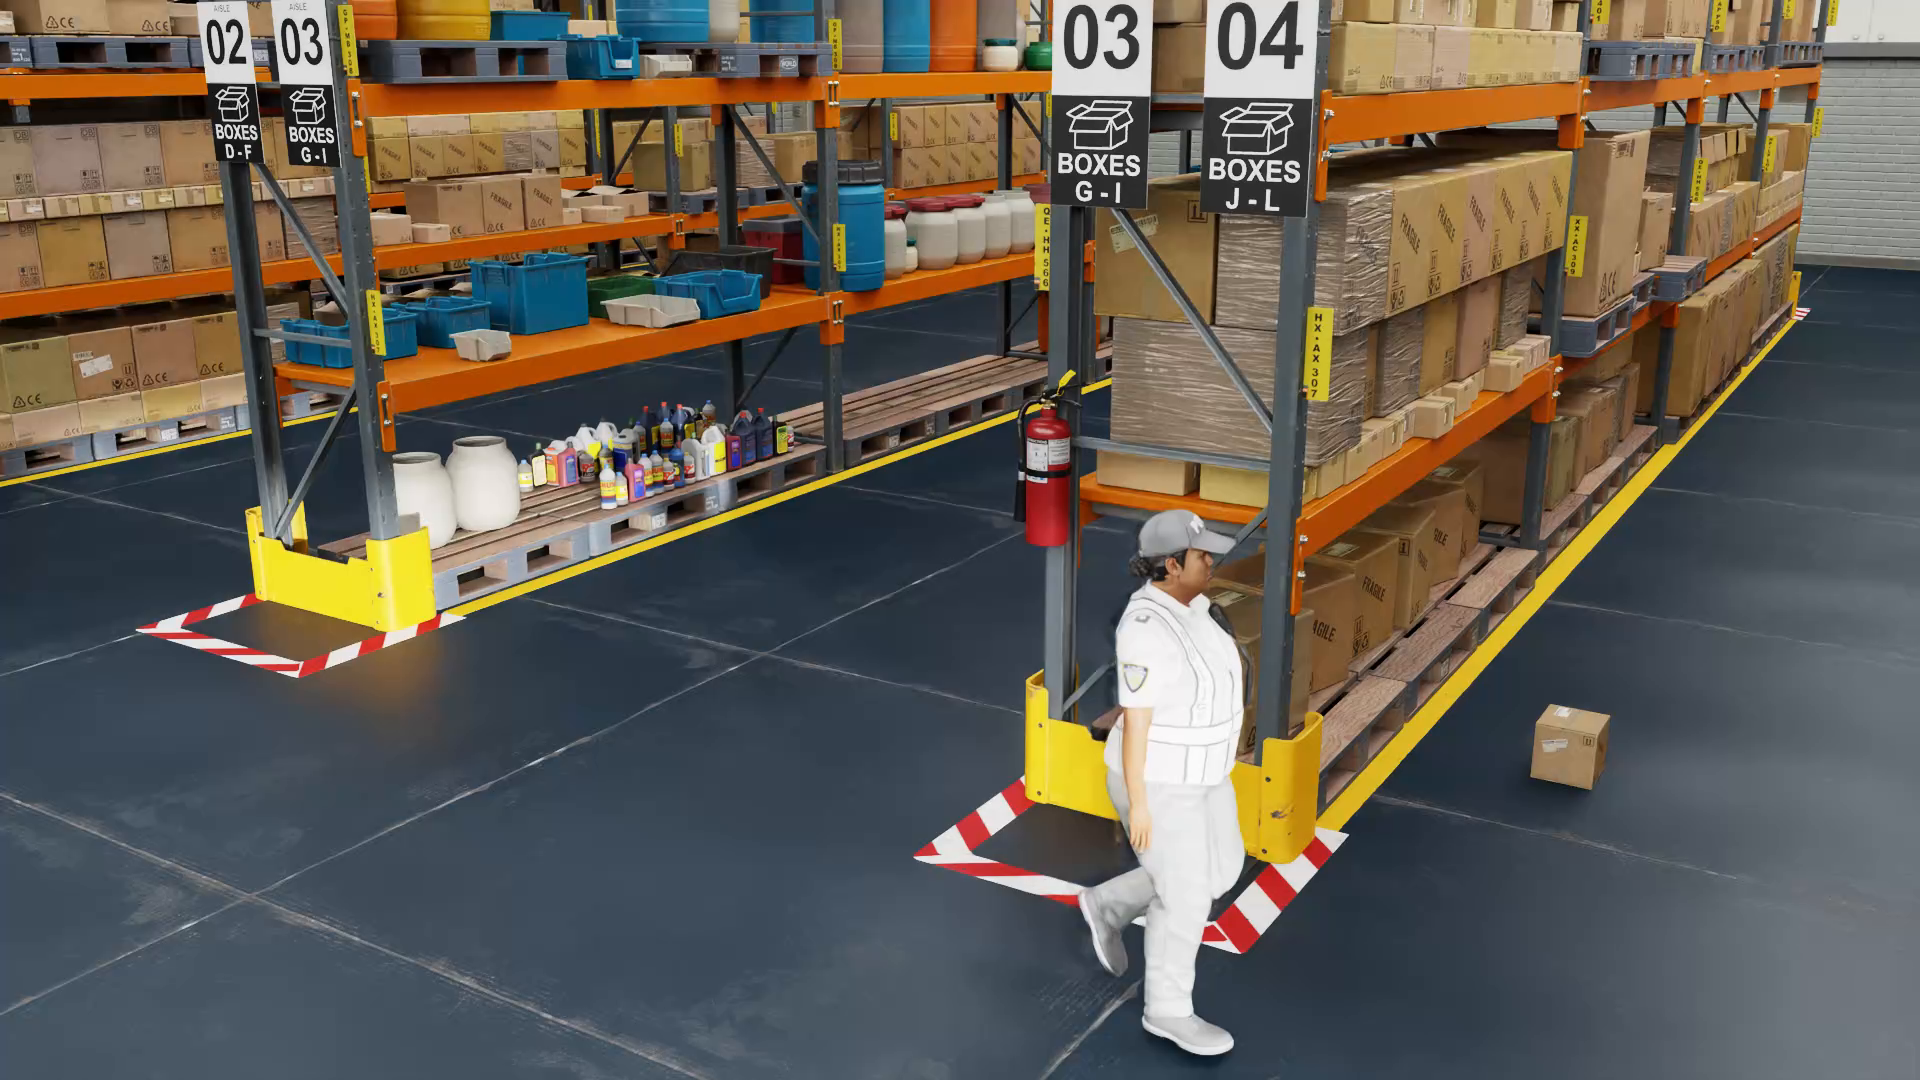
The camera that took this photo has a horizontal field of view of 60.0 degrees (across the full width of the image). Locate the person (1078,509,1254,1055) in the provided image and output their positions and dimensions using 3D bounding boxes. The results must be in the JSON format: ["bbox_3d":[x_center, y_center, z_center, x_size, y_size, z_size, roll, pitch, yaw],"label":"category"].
[{"bbox_3d":[0.624,0.705,5.062,0.590,1.642,0.504,9,18,28],"label":"person"}]
